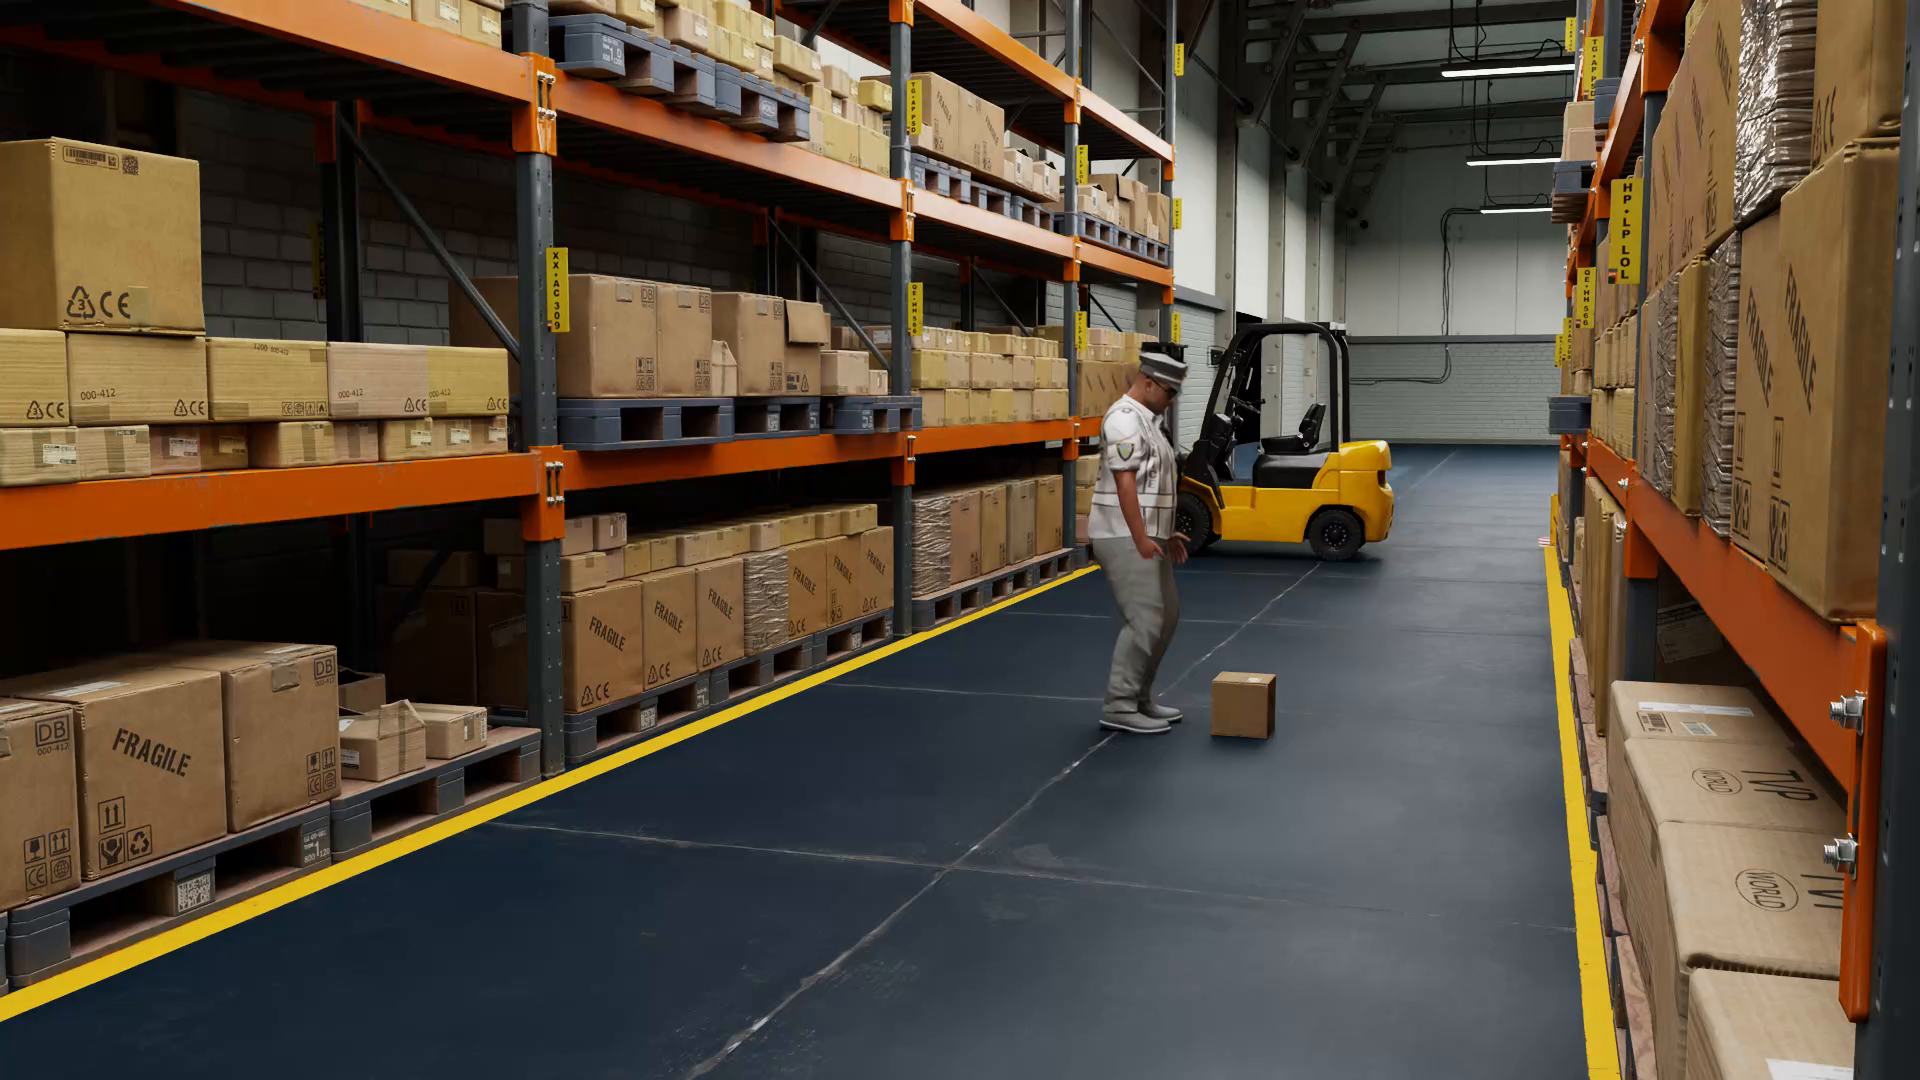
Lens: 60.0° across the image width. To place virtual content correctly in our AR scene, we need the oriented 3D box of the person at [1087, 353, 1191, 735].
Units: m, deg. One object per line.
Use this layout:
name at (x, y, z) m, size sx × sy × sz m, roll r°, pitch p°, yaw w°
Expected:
person at (0.828, 0.003, 7.657) m, size 0.440 × 1.723 × 0.547 m, roll 2°, pitch 5°, yaw 20°
